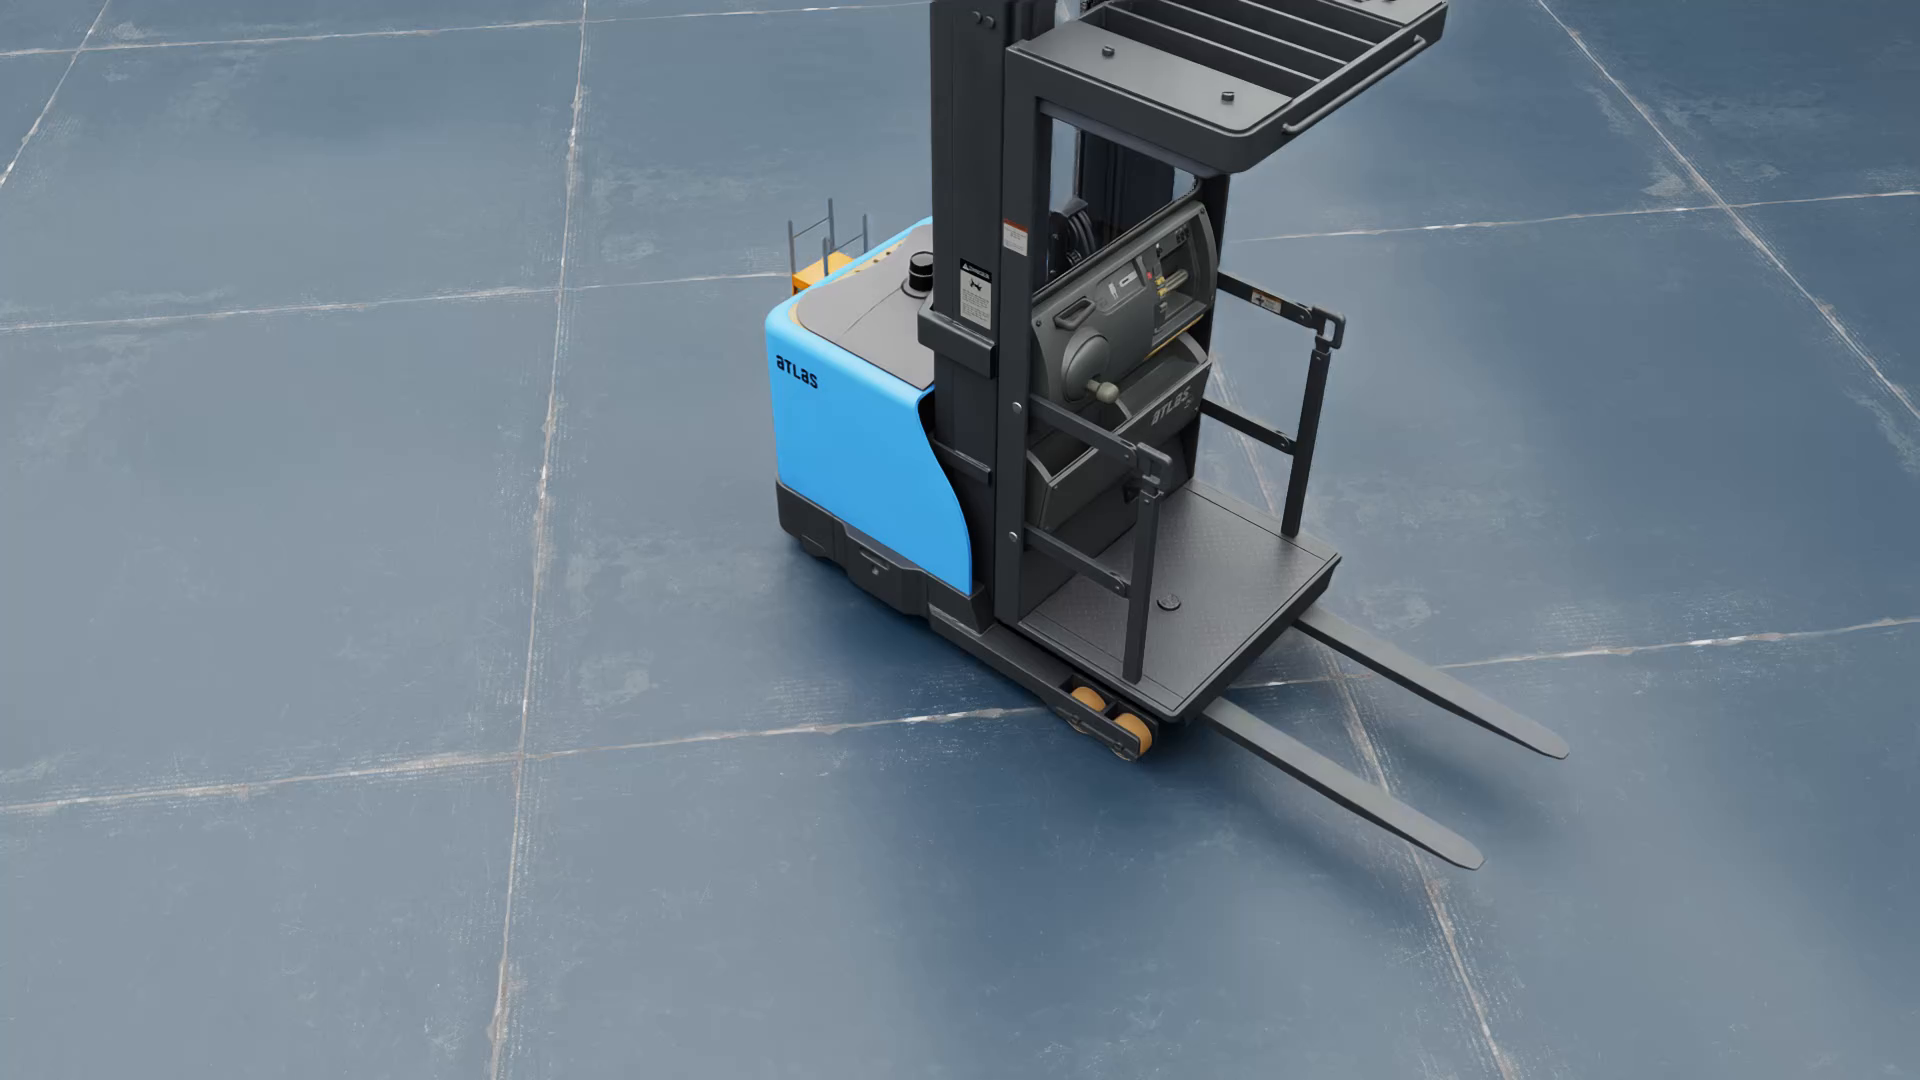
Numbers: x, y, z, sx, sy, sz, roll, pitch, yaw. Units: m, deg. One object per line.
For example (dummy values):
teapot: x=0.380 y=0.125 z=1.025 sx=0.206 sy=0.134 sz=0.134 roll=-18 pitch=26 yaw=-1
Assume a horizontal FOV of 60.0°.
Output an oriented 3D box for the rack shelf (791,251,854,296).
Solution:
rack shelf: x=-0.505 y=-1.015 z=6.509 sx=0.180 sy=0.103 sz=0.258 roll=30 pitch=50 yaw=29

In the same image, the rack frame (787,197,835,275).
rack frame: x=-0.574 y=-0.821 z=6.765 sx=0.006 sy=1.200 sz=0.240 roll=30 pitch=50 yaw=29

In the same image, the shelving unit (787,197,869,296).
shelving unit: x=-0.505 y=-0.781 z=6.720 sx=0.189 sy=1.200 sz=0.258 roll=30 pitch=50 yaw=29

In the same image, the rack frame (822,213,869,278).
rack frame: x=-0.436 y=-0.741 z=6.675 sx=0.006 sy=1.200 sz=0.240 roll=30 pitch=50 yaw=29

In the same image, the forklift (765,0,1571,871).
forklift: x=0.711 y=-0.712 z=5.351 sx=3.031 sy=2.935 sz=1.130 roll=30 pitch=50 yaw=29
